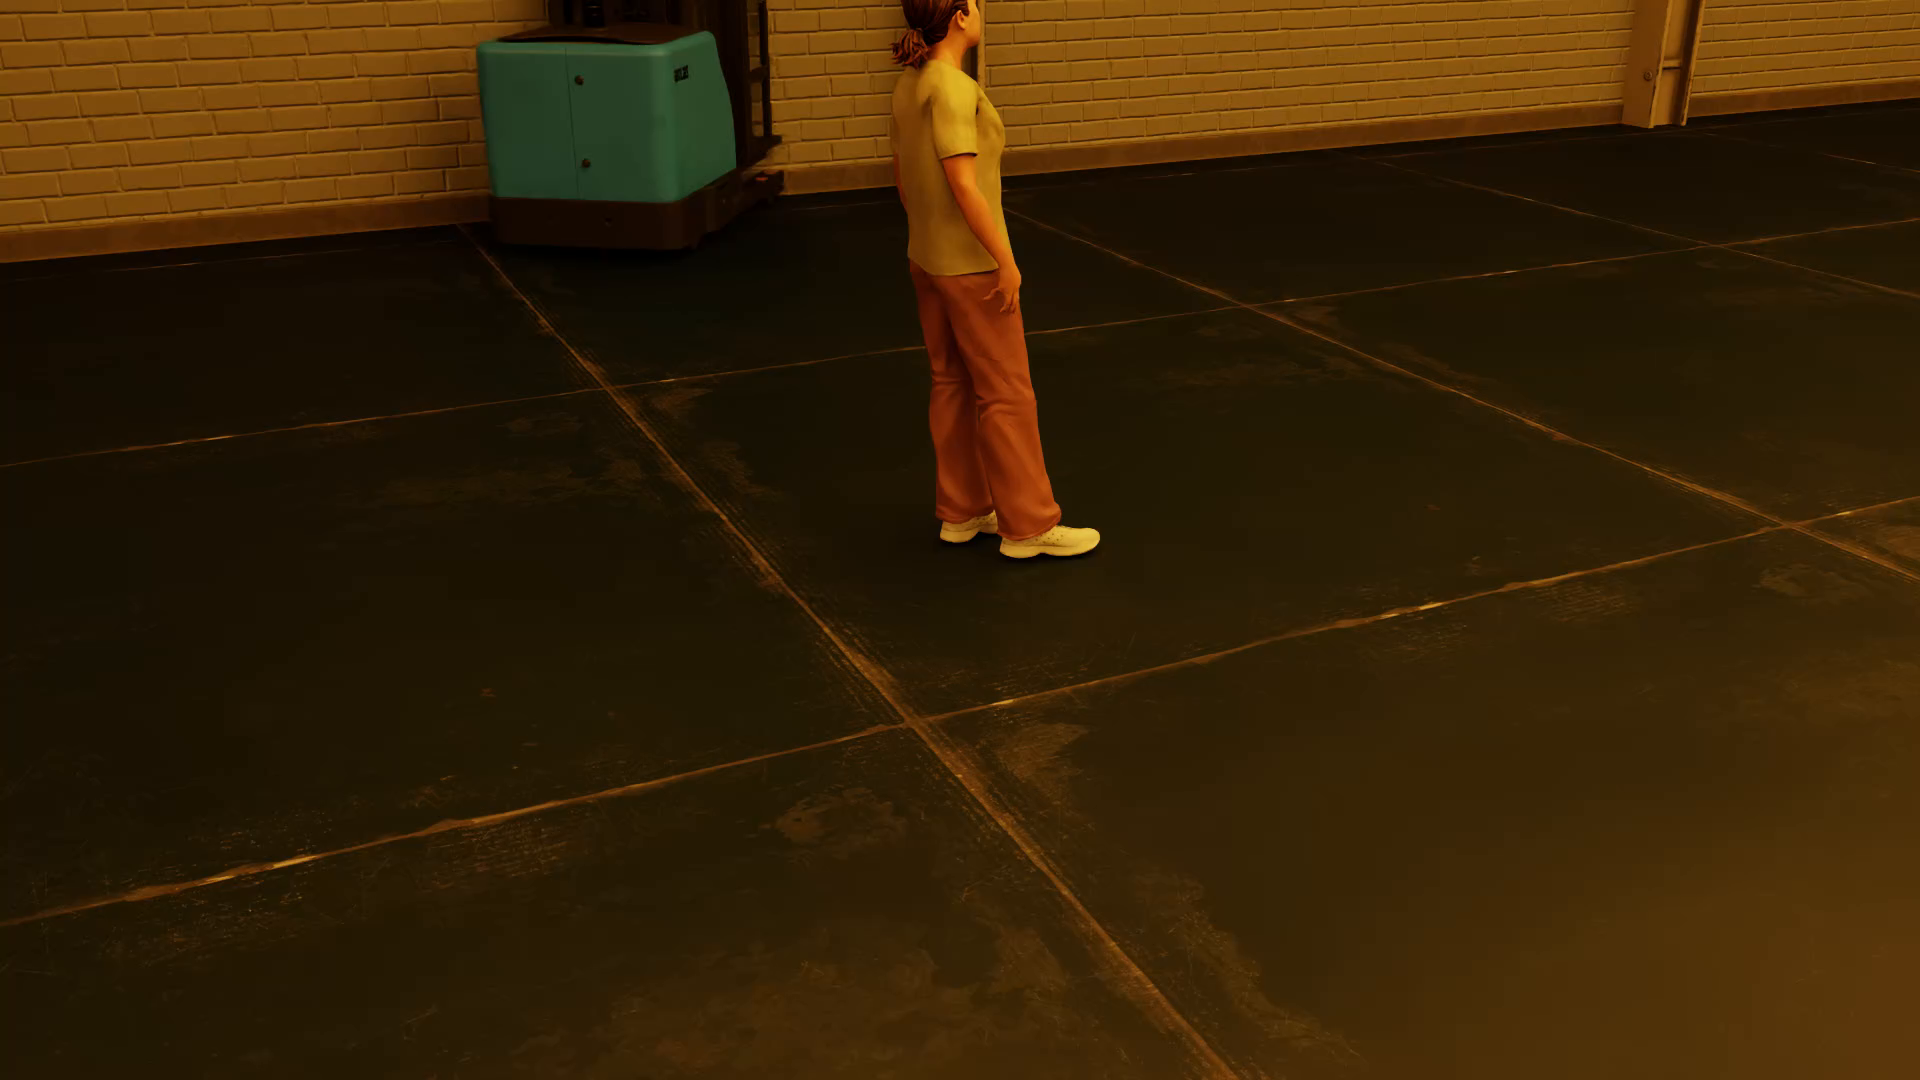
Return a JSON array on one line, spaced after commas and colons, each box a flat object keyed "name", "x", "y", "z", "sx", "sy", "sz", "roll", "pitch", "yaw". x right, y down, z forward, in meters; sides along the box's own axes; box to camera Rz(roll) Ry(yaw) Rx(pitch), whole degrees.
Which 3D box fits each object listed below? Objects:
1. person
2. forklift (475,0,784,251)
[{"name": "person", "x": 0.072, "y": -0.789, "z": 4.802, "sx": 0.548, "sy": 1.673, "sz": 0.553, "roll": -10, "pitch": 25, "yaw": -23}, {"name": "forklift", "x": -1.681, "y": -3.361, "z": 9.376, "sx": 1.130, "sy": 2.935, "sz": 3.031, "roll": 4, "pitch": 23, "yaw": 9}]
